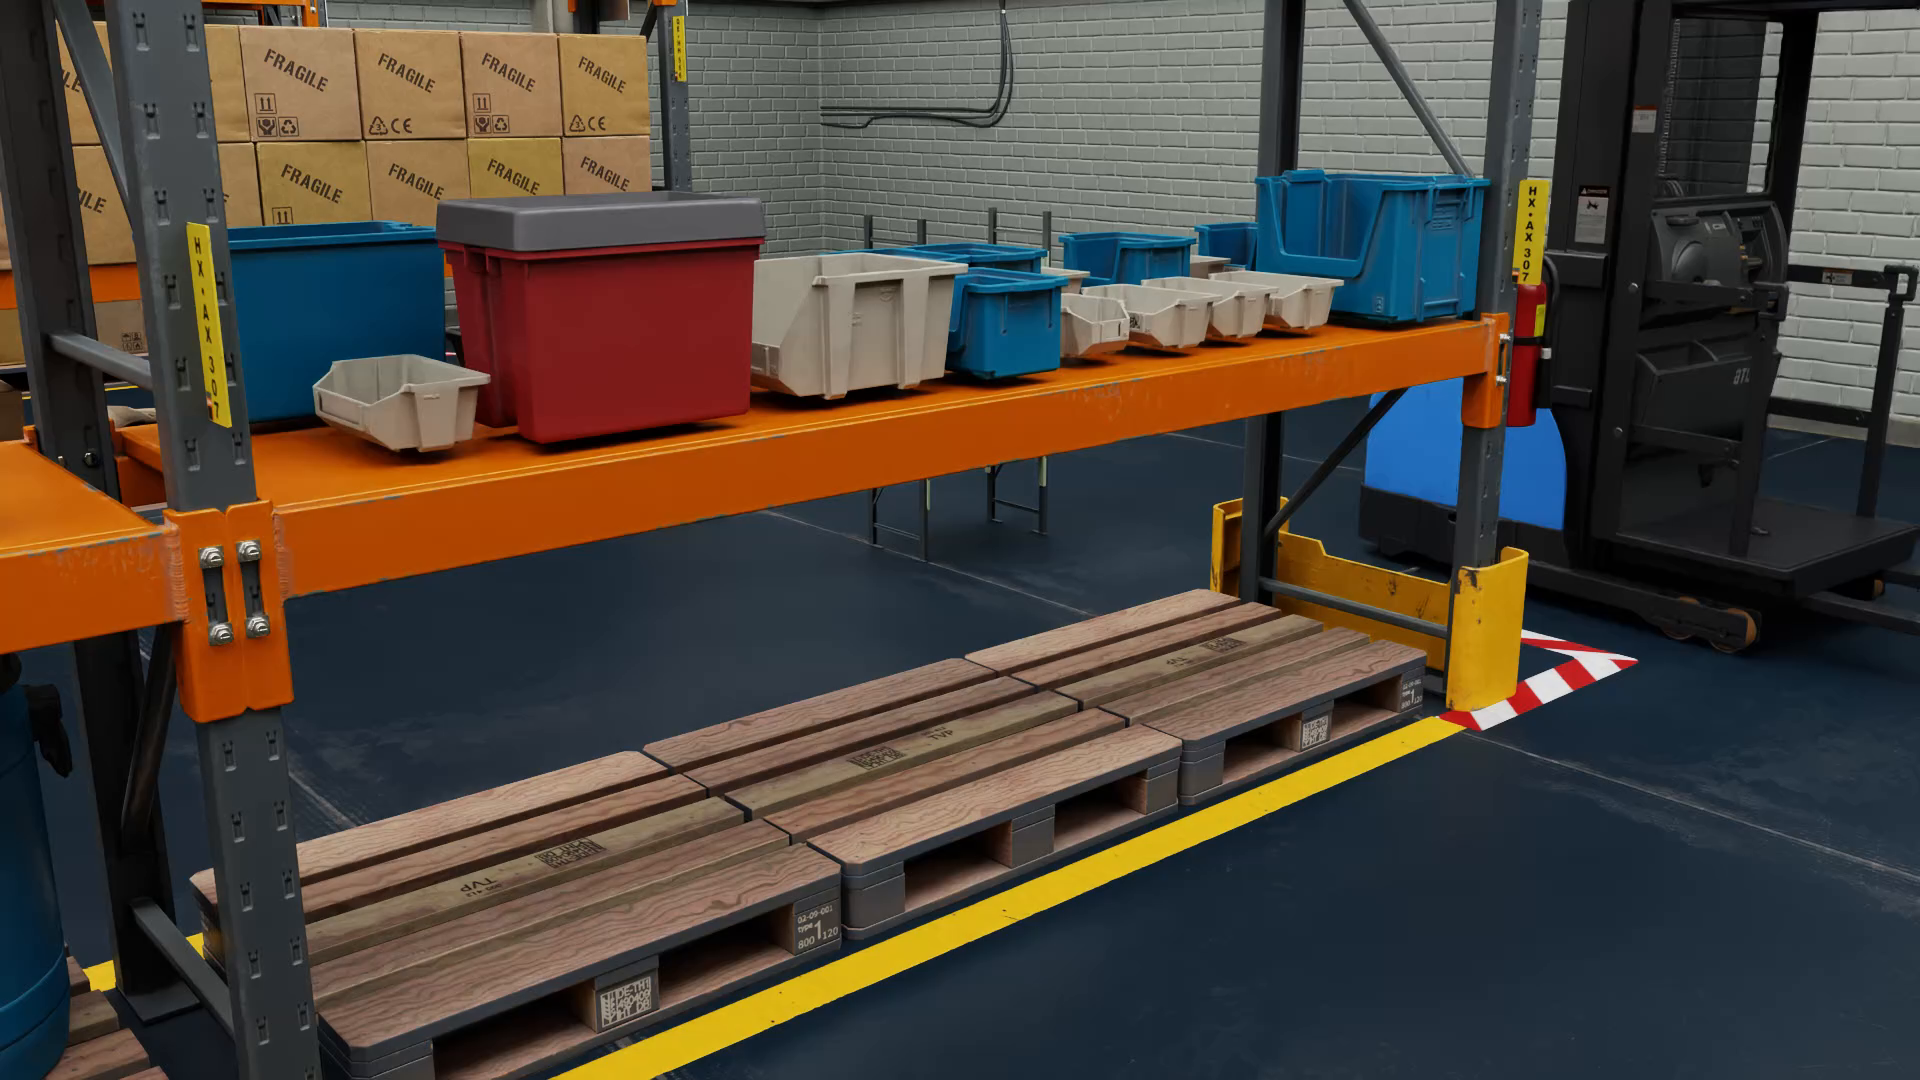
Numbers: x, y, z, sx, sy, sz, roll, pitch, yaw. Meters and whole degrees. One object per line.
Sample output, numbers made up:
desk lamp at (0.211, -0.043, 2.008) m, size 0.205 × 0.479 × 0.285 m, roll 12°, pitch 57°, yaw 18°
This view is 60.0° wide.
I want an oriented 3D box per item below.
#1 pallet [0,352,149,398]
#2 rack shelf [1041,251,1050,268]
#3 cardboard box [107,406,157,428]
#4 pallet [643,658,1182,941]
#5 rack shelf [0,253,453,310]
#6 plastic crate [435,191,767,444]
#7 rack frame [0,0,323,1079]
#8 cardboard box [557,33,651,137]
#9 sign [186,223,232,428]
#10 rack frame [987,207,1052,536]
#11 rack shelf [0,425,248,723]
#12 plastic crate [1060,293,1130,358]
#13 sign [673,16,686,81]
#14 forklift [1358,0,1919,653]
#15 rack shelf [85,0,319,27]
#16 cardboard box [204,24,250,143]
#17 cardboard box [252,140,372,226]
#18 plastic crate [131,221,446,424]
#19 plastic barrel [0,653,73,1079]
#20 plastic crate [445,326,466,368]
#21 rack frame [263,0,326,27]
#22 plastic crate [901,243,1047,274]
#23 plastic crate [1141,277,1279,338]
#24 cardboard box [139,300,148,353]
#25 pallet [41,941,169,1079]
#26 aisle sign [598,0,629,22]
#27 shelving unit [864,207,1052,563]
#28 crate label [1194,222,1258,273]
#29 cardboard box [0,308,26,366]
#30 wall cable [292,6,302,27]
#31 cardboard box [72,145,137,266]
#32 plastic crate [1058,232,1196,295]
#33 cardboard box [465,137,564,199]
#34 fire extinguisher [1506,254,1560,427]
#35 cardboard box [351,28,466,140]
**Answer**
pallet at (-6.541, -1.226, 11.930) m, size 1.213 × 0.211 × 1.003 m, roll -13°, pitch 19°, yaw -39°
rack shelf at (-0.005, -1.100, 7.451) m, size 0.720 × 0.370 × 0.431 m, roll -13°, pitch 19°, yaw -39°
cardboard box at (-4.022, -0.480, 8.093) m, size 0.500 × 0.311 × 0.500 m, roll -13°, pitch 19°, yaw -39°
pallet at (-0.133, 0.684, 4.779) m, size 1.213 × 0.211 × 1.003 m, roll -13°, pitch 19°, yaw -39°
rack shelf at (-3.323, -1.279, 8.120) m, size 4.000 × 0.370 × 1.077 m, roll -13°, pitch 19°, yaw -39°
plastic crate at (-0.745, -0.485, 3.514) m, size 0.583 × 0.464 × 0.402 m, roll -13°, pitch 19°, yaw -39°
rack frame at (-1.583, -0.323, 3.146) m, size 0.127 × 3.000 × 1.000 m, roll -13°, pitch 19°, yaw -39°
cardboard box at (-1.970, -2.368, 8.671) m, size 0.500 × 0.500 × 0.500 m, roll -13°, pitch 20°, yaw -40°
sign at (-1.223, -0.349, 2.709) m, size 0.005 × 0.325 × 0.100 m, roll -13°, pitch 19°, yaw -39°
rack frame at (0.271, -0.785, 7.784) m, size 0.023 × 1.500 × 0.400 m, roll -13°, pitch 19°, yaw -39°
rack shelf at (-3.092, 0.363, 1.971) m, size 4.000 × 0.370 × 1.077 m, roll -13°, pitch 19°, yaw -39°
plastic crate at (0.305, -0.577, 4.491) m, size 0.250 × 0.136 × 0.298 m, roll -13°, pitch 19°, yaw -39°
sign at (-1.465, -2.566, 8.688) m, size 0.005 × 0.325 × 0.100 m, roll -13°, pitch 19°, yaw -39°
forklift at (3.096, -1.139, 6.336) m, size 1.130 × 2.935 × 3.031 m, roll -11°, pitch 19°, yaw -36°
rack shelf at (-6.578, -3.692, 11.341) m, size 4.000 × 0.370 × 1.077 m, roll -13°, pitch 19°, yaw -39°
cardboard box at (-3.515, -2.019, 7.364) m, size 0.500 × 0.500 × 0.500 m, roll -13°, pitch 20°, yaw -41°
cardboard box at (-3.123, -1.628, 7.837) m, size 0.500 × 0.500 × 0.500 m, roll -13°, pitch 20°, yaw -40°
plastic crate at (-1.455, -0.490, 3.685) m, size 0.575 × 0.384 × 0.392 m, roll -13°, pitch 19°, yaw -39°
plastic barrel at (-2.005, 0.577, 3.030) m, size 0.708 × 0.901 × 0.600 m, roll -13°, pitch 19°, yaw -39°
plastic crate at (-0.915, -0.461, 4.080) m, size 0.590 × 0.125 × 0.437 m, roll -13°, pitch 19°, yaw -39°
rack frame at (-5.069, -2.929, 12.904) m, size 0.127 × 3.000 × 1.000 m, roll -13°, pitch 19°, yaw -39°
plastic crate at (0.039, -0.748, 4.945) m, size 0.300 × 0.233 × 0.416 m, roll -13°, pitch 19°, yaw -39°
plastic crate at (0.710, -0.682, 4.887) m, size 0.243 × 0.136 × 0.396 m, roll -13°, pitch 19°, yaw -39°
cardboard box at (-5.909, -1.702, 12.338) m, size 0.500 × 0.500 × 0.700 m, roll -13°, pitch 20°, yaw -40°
pallet at (-2.192, 1.147, 3.047) m, size 1.213 × 0.211 × 1.003 m, roll -13°, pitch 19°, yaw -39°
aisle sign at (-1.956, -3.290, 9.218) m, size 0.004 × 0.787 × 0.394 m, roll -13°, pitch 19°, yaw -39°
shelving unit at (-0.005, -0.723, 7.552) m, size 0.755 × 1.500 × 0.431 m, roll -13°, pitch 19°, yaw -39°
crate label at (1.032, -0.971, 5.780) m, size 0.303 × 0.233 × 0.416 m, roll -13°, pitch 19°, yaw -39°
cardboard box at (-6.685, -1.525, 11.675) m, size 0.500 × 0.500 × 0.700 m, roll -12°, pitch 19°, yaw -38°
wall cable at (-4.724, -3.821, 14.274) m, size 1.851 × 1.984 × 0.084 m, roll -13°, pitch 19°, yaw -39°
cardboard box at (-3.884, -1.457, 7.198) m, size 0.500 × 0.500 × 0.500 m, roll -12°, pitch 19°, yaw -38°
plastic crate at (0.535, -0.859, 5.363) m, size 0.300 × 0.233 × 0.416 m, roll -13°, pitch 19°, yaw -39°
cardboard box at (-2.363, -1.796, 8.469) m, size 0.500 × 0.500 × 0.500 m, roll -12°, pitch 19°, yaw -39°
fire extinguisher at (1.847, -0.720, 5.506) m, size 0.183 × 0.674 × 0.296 m, roll -13°, pitch 19°, yaw -39°
cardboard box at (-2.738, -2.193, 8.018) m, size 0.500 × 0.500 × 0.500 m, roll -12°, pitch 19°, yaw -38°
